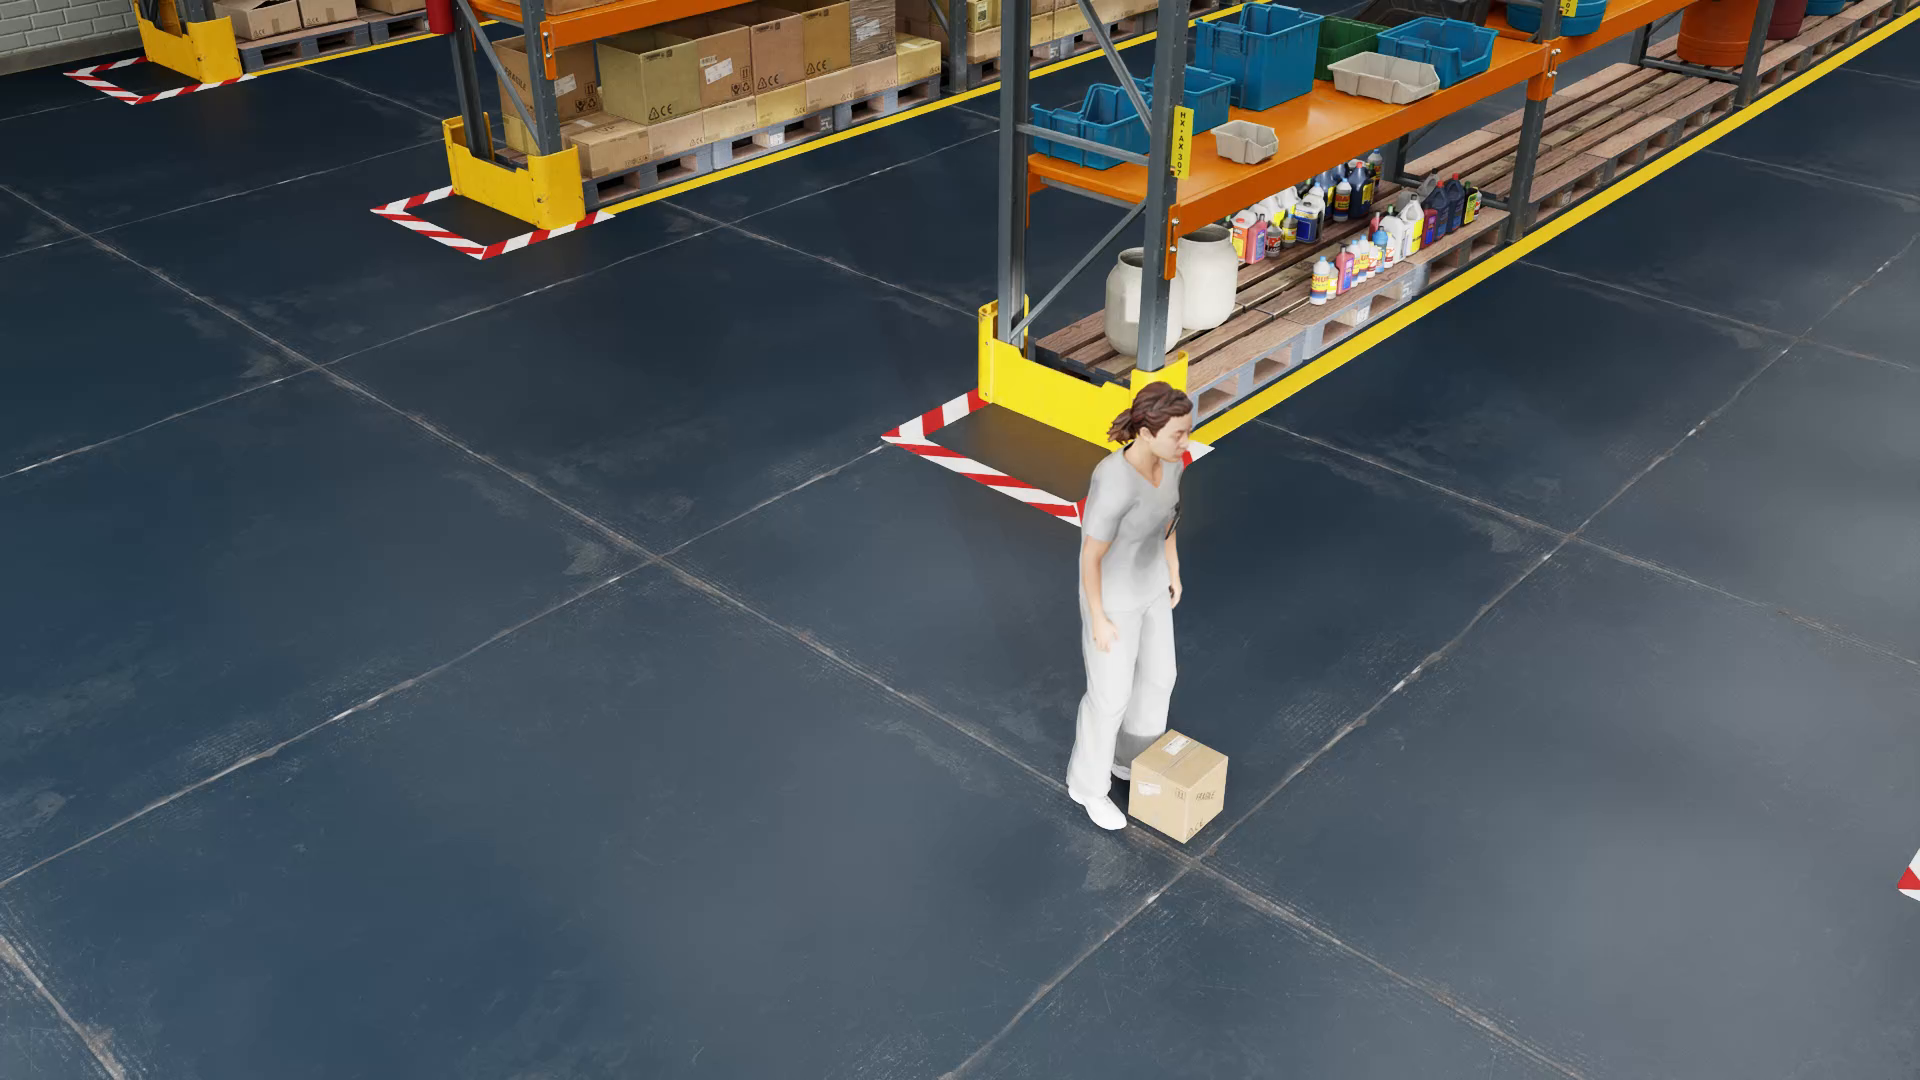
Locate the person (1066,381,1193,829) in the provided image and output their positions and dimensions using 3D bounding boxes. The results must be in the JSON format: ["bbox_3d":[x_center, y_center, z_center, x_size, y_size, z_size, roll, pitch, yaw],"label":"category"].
[{"bbox_3d":[0.620,0.212,5.789,0.404,1.673,0.492,25,39,35],"label":"person"}]
